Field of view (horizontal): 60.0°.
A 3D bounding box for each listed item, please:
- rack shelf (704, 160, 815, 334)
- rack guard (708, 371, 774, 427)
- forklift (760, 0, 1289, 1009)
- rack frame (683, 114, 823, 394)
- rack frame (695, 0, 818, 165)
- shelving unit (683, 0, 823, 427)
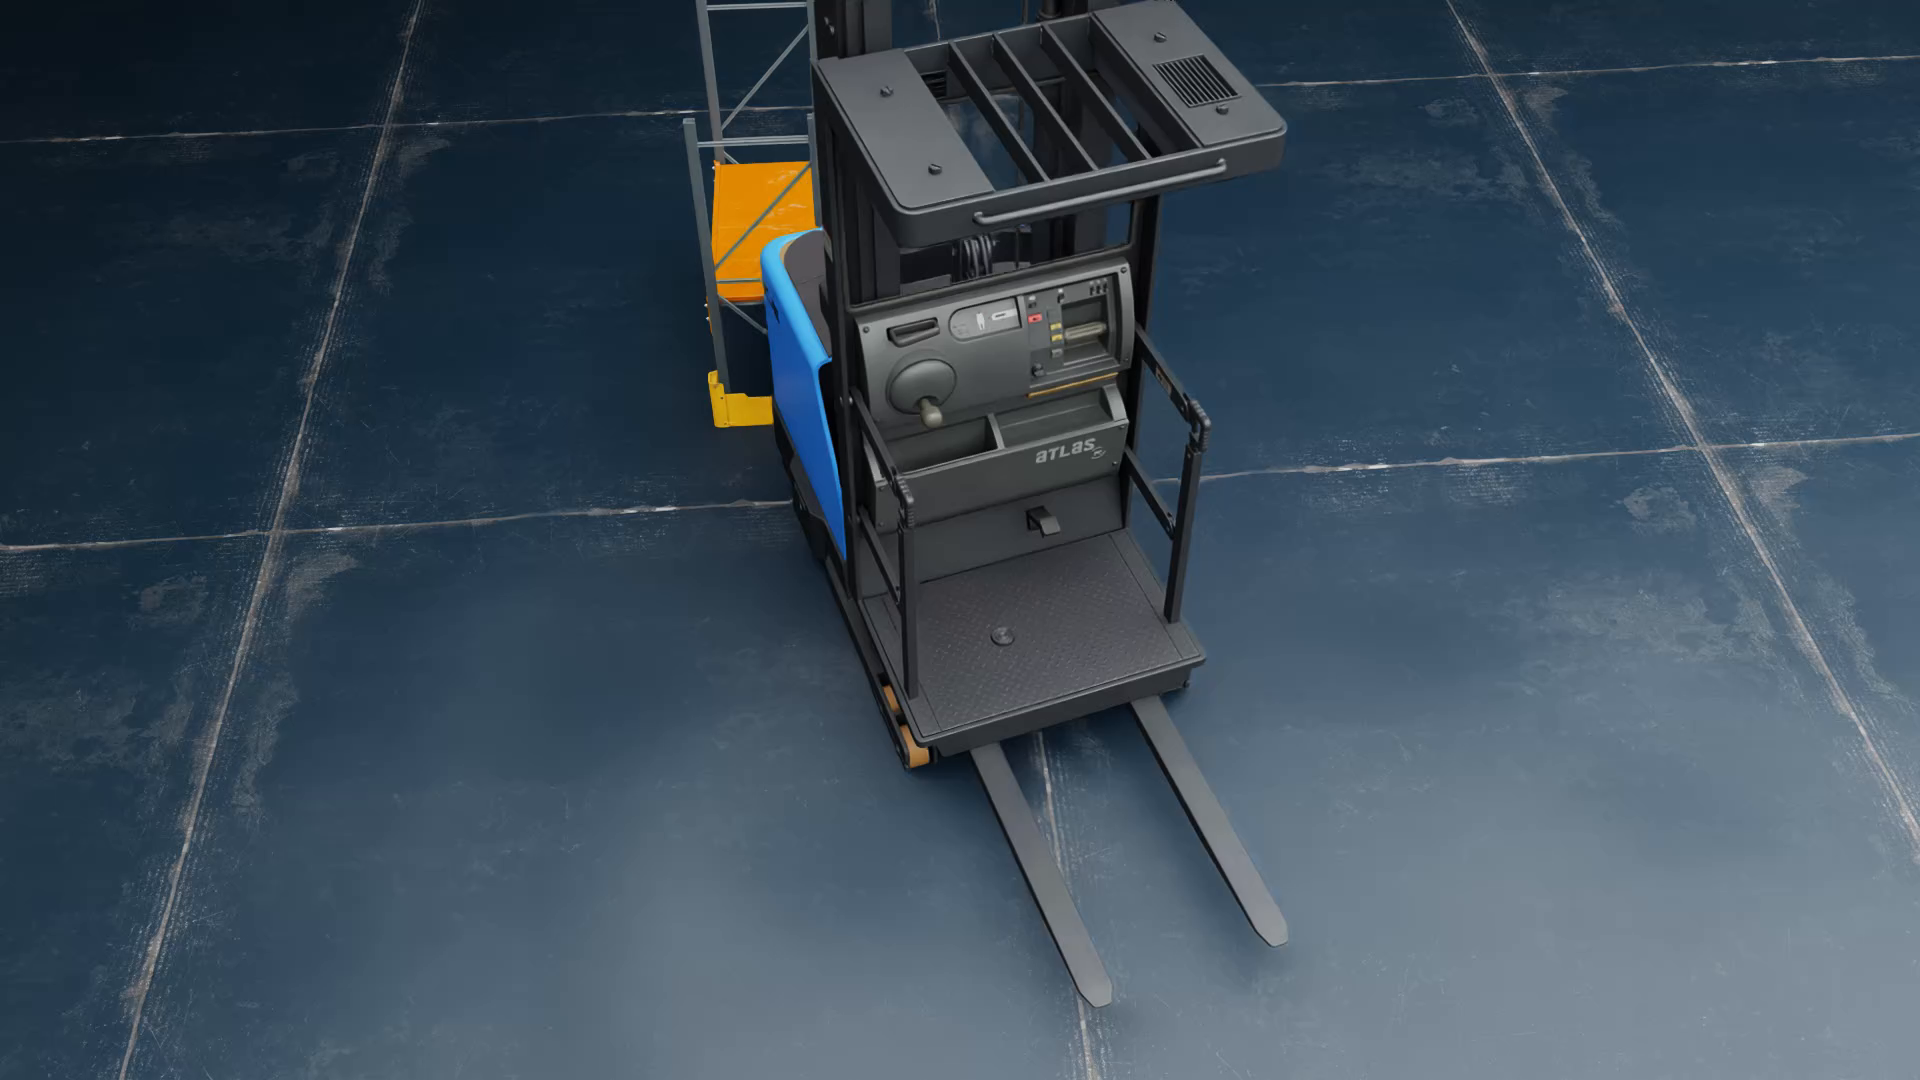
[{"bbox_3d":[-0.811,-1.292,7.189,0.538,0.185,1.000,-3,47,-3],"label":"rack shelf"},{"bbox_3d":[-0.775,-0.619,7.164,0.587,0.250,0.087,-3,47,-3],"label":"rack guard"},{"bbox_3d":[0.203,-0.536,5.239,1.130,2.935,3.031,-15,48,-14],"label":"forklift"},{"bbox_3d":[-0.775,-1.048,6.709,0.500,1.500,0.032,-3,47,-3],"label":"rack frame"},{"bbox_3d":[-0.847,-1.784,7.407,0.500,1.500,0.032,-3,47,-3],"label":"rack frame"},{"bbox_3d":[-0.811,-1.409,7.052,0.587,1.500,1.083,-3,47,-3],"label":"shelving unit"}]
